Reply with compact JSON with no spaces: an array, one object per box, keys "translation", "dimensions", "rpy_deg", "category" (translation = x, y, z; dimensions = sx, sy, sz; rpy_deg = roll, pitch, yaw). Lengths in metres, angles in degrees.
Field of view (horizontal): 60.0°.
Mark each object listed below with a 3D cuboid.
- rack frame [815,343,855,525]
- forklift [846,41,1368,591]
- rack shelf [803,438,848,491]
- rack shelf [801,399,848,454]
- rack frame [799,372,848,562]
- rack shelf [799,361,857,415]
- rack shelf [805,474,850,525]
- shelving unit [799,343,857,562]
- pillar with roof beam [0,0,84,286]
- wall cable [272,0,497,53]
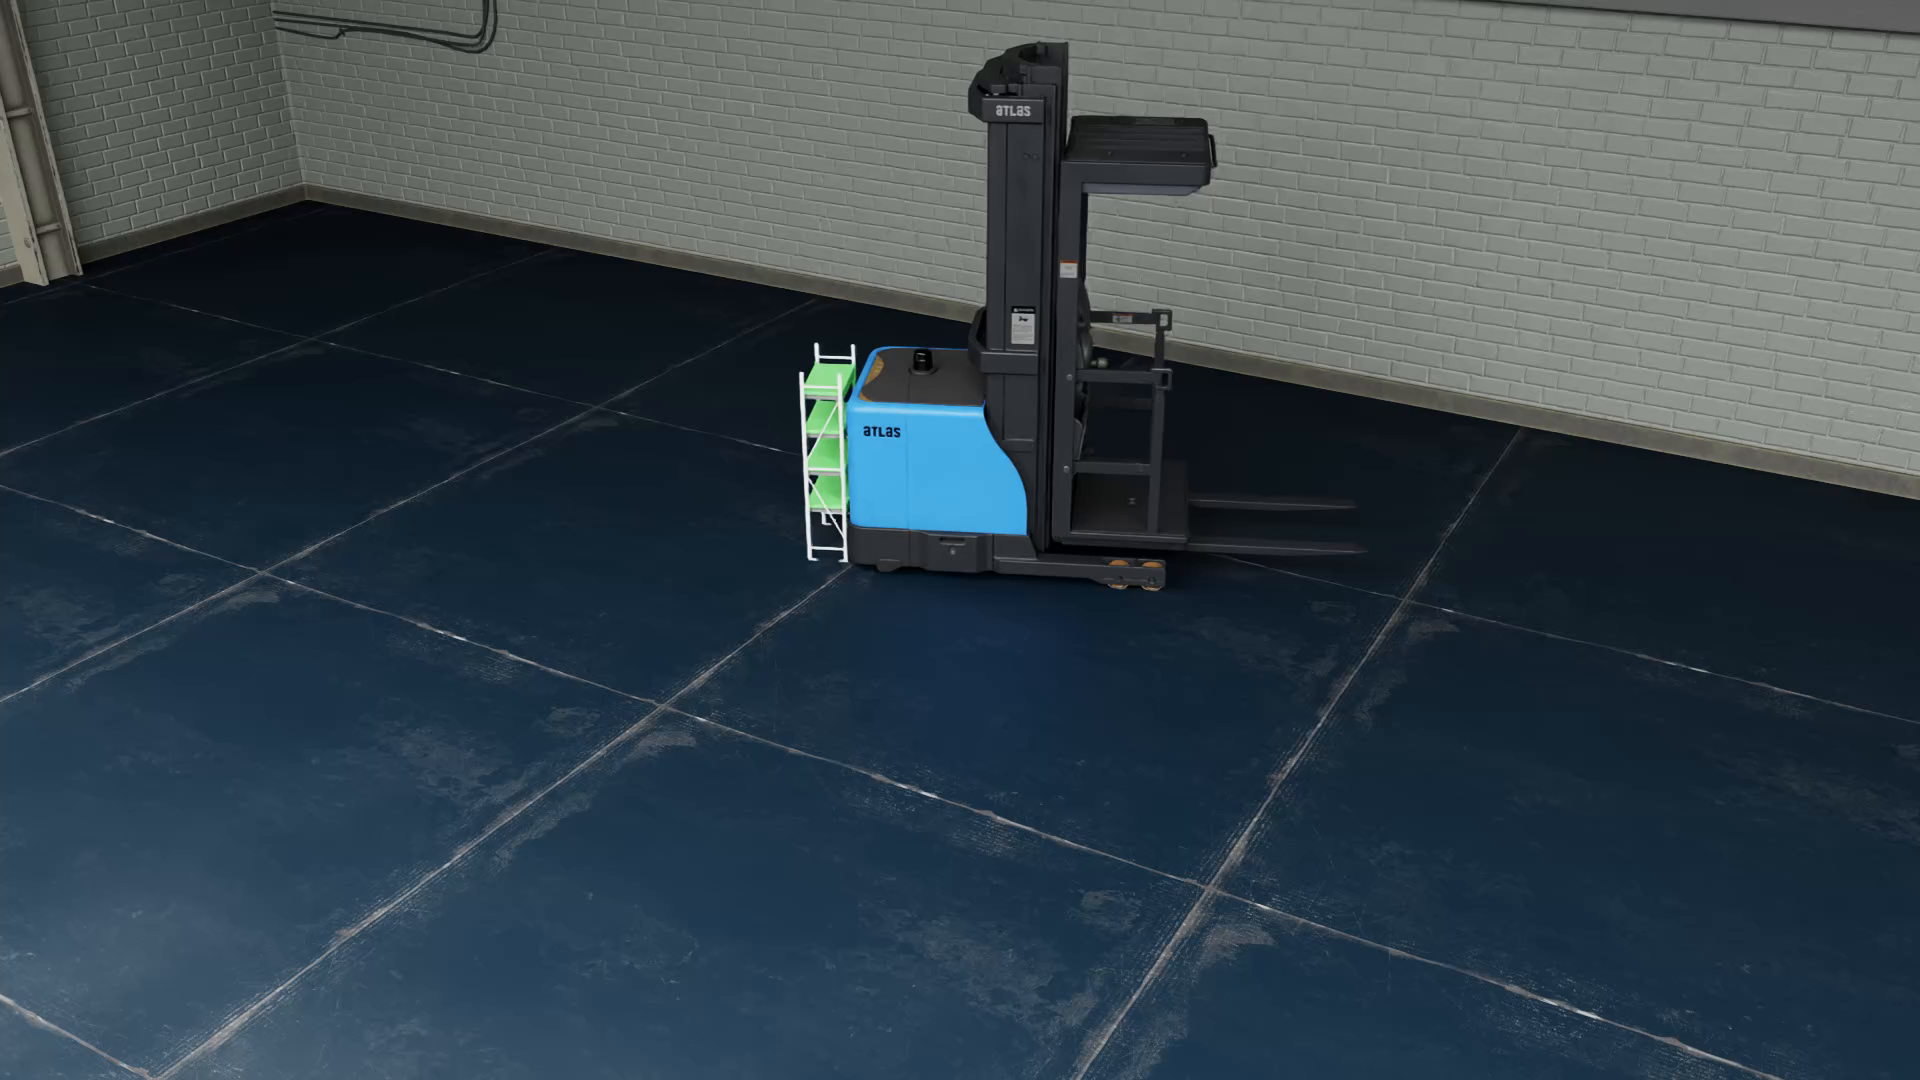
[{"translation":[-0.745,-0.630,10.168],"dimensions":[0.240,1.200,0.015],"rpy_deg":[3,27,5],"category":"rack frame"},{"translation":[0.892,-1.267,9.506],"dimensions":[3.031,2.935,1.130],"rpy_deg":[3,27,6],"category":"forklift"},{"translation":[-0.770,-0.464,9.980],"dimensions":[0.258,0.148,0.480],"rpy_deg":[3,27,5],"category":"rack shelf"},{"translation":[-0.770,-0.679,9.872],"dimensions":[0.258,0.148,0.480],"rpy_deg":[3,27,5],"category":"rack shelf"},{"translation":[-0.795,-0.413,9.734],"dimensions":[0.240,1.200,0.015],"rpy_deg":[3,27,5],"category":"rack frame"},{"translation":[-0.770,-0.893,9.765],"dimensions":[0.258,0.148,0.480],"rpy_deg":[3,27,5],"category":"rack shelf"},{"translation":[-0.770,-0.250,10.087],"dimensions":[0.258,0.148,0.480],"rpy_deg":[3,27,5],"category":"rack shelf"},{"translation":[-0.770,-0.521,9.951],"dimensions":[0.258,1.200,0.503],"rpy_deg":[3,27,5],"category":"shelving unit"},{"translation":[-4.419,-5.443,11.070],"dimensions":[9.100,9.000,0.400],"rpy_deg":[14,30,26],"category":"pillar with roof beam"},{"translation":[-5.567,-5.859,15.371],"dimensions":[3.097,2.526,0.112],"rpy_deg":[14,30,26],"category":"wall cable"}]
